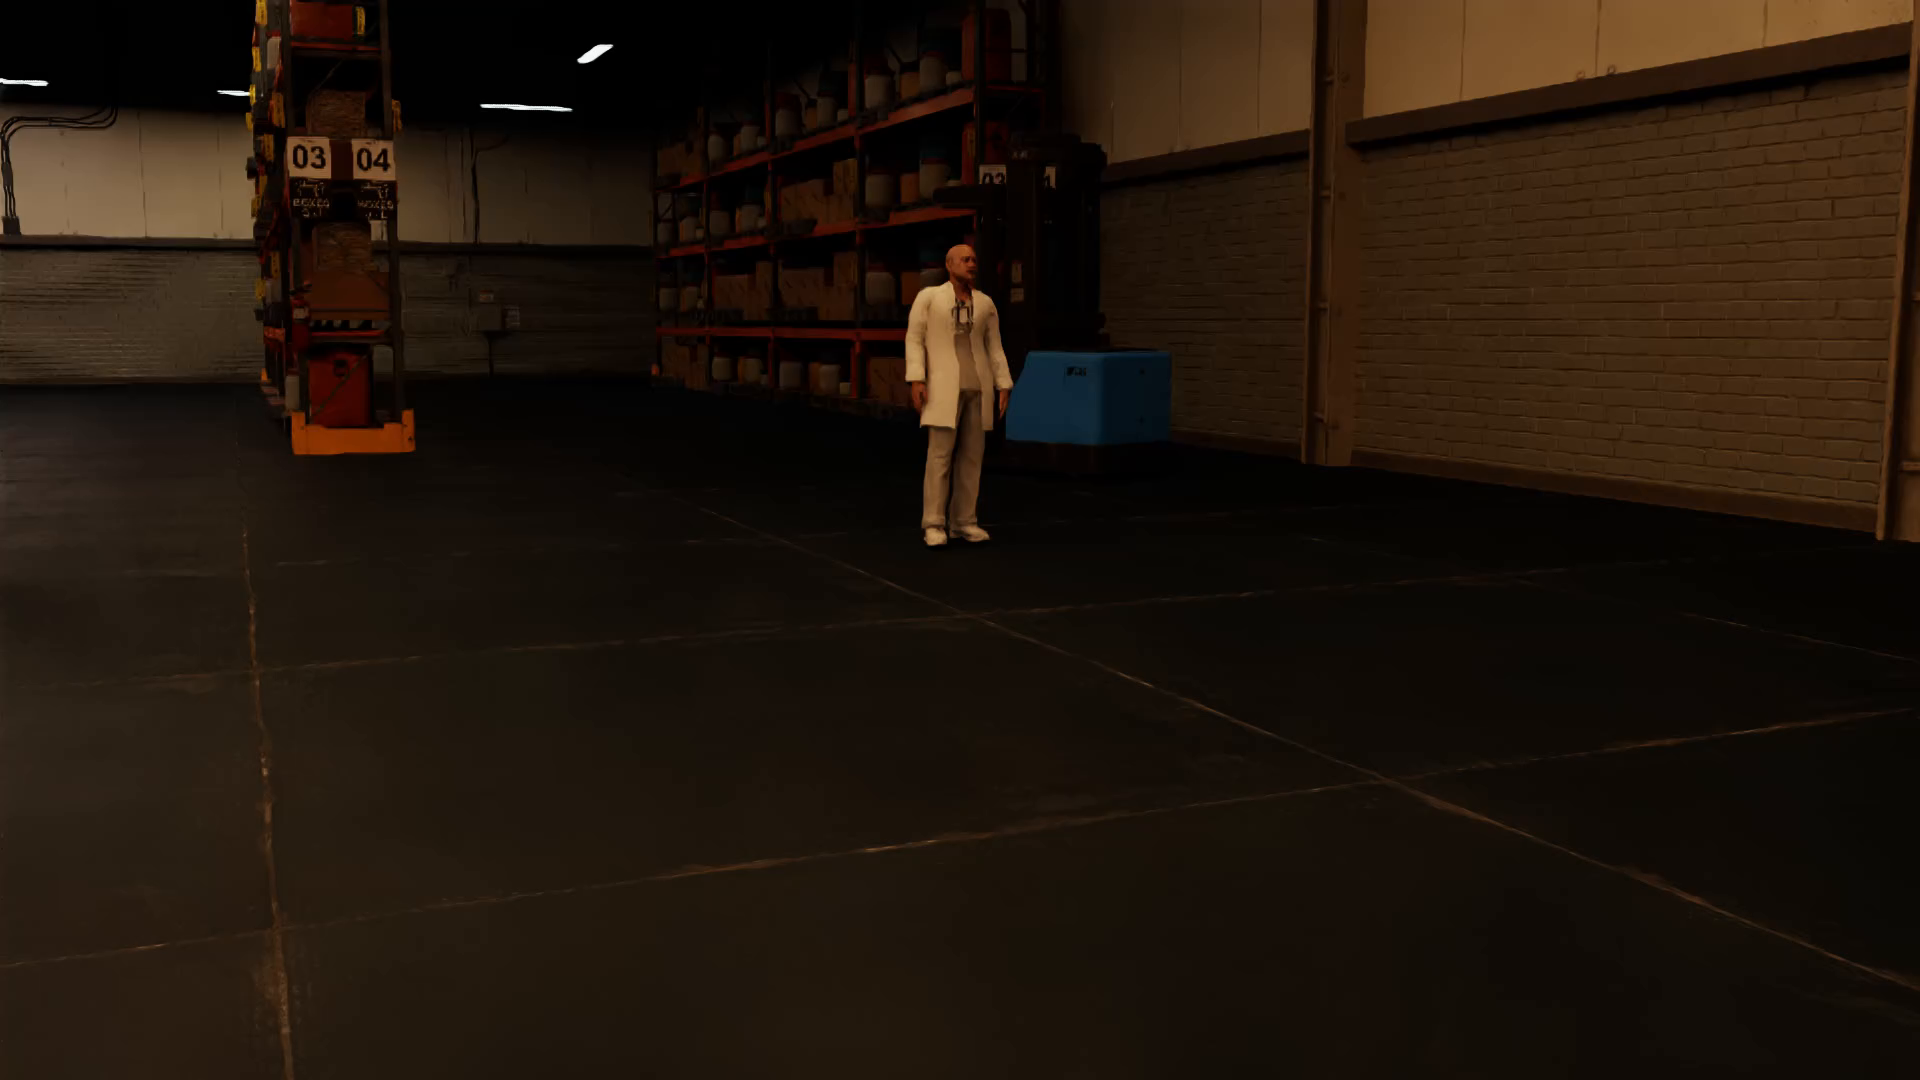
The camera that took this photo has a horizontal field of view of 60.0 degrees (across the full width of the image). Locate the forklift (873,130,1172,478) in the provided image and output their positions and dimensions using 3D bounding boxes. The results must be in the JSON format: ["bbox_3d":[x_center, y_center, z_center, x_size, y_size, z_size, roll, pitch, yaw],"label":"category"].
[{"bbox_3d":[0.451,-2.109,14.937,1.130,2.935,3.031,-7,10,-43],"label":"forklift"}]

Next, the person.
[{"bbox_3d":[0.032,-0.878,9.952,0.694,1.776,0.579,-3,8,-23],"label":"person"}]
